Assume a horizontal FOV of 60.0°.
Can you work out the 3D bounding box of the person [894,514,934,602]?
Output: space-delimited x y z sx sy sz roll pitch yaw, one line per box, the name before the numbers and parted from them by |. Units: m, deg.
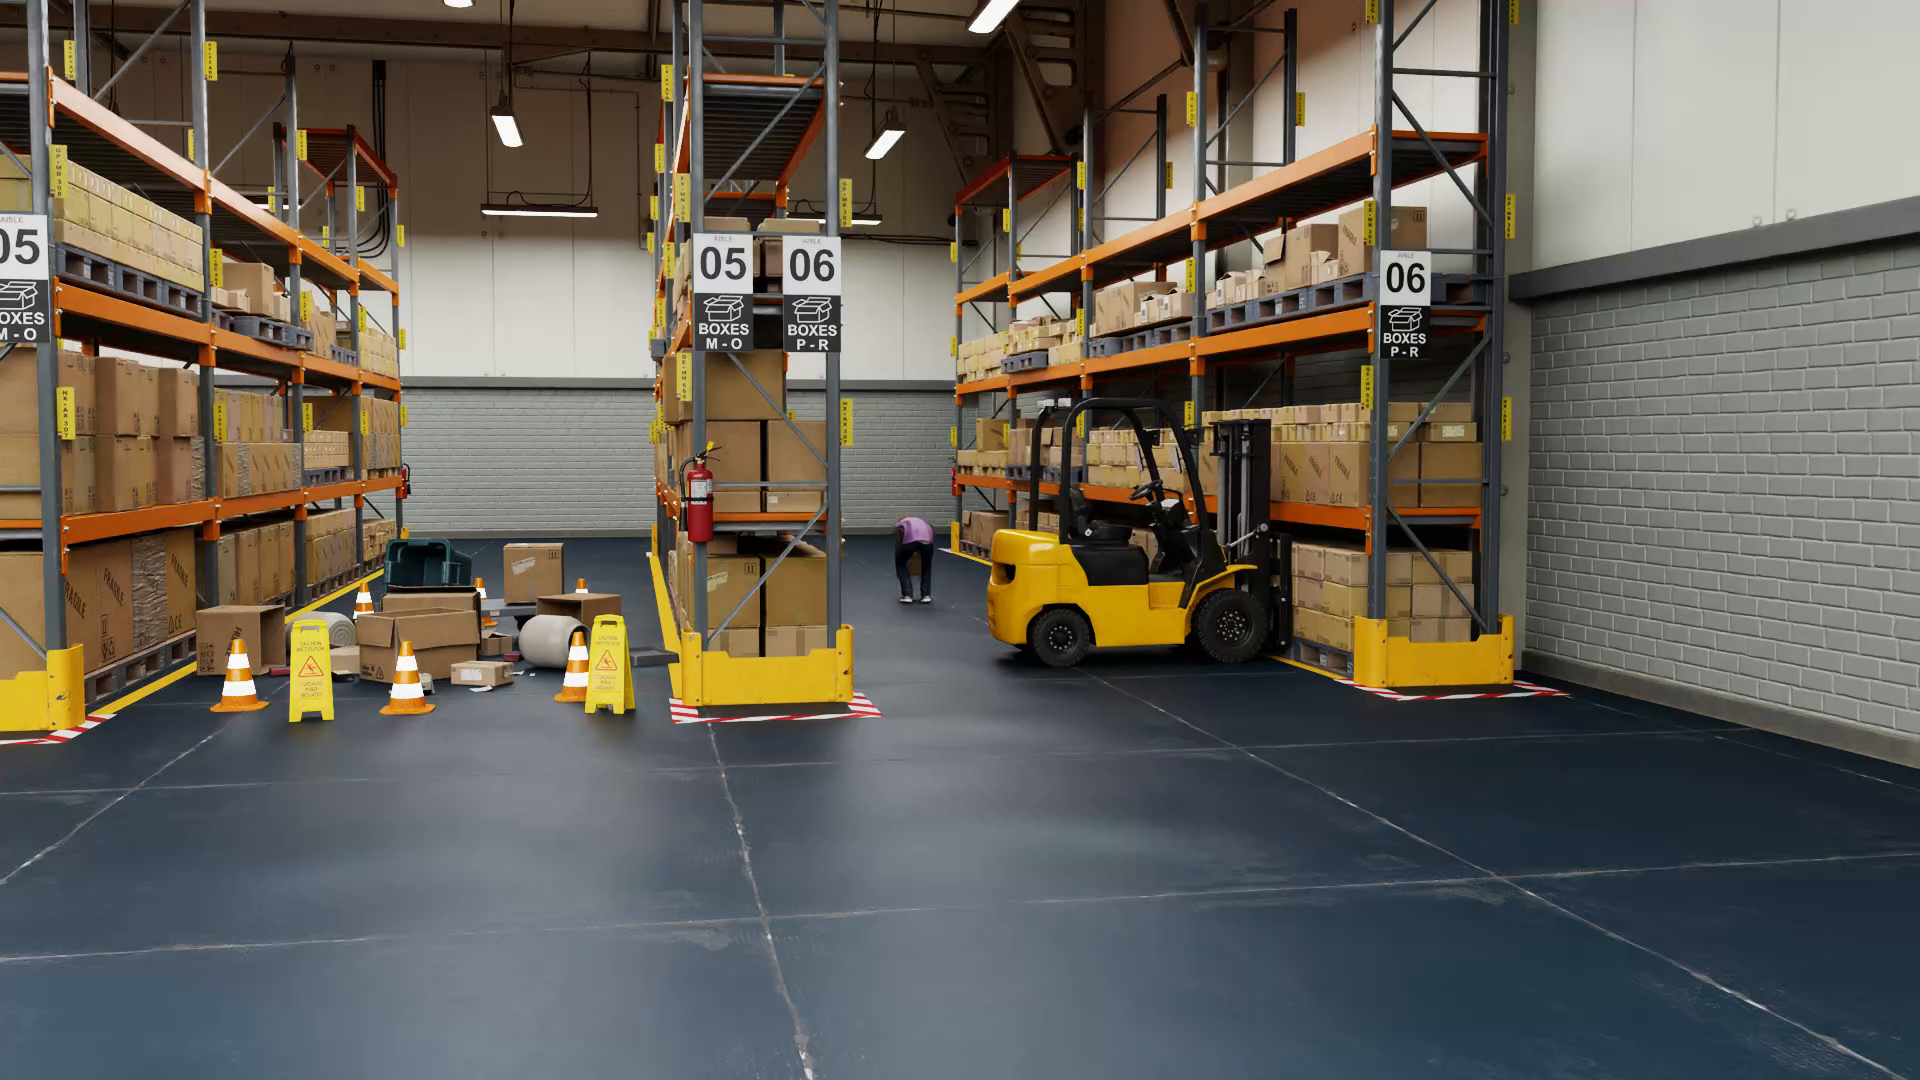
person | -0.541 0.211 19.027 0.420 0.979 0.861 -1 3 -14
